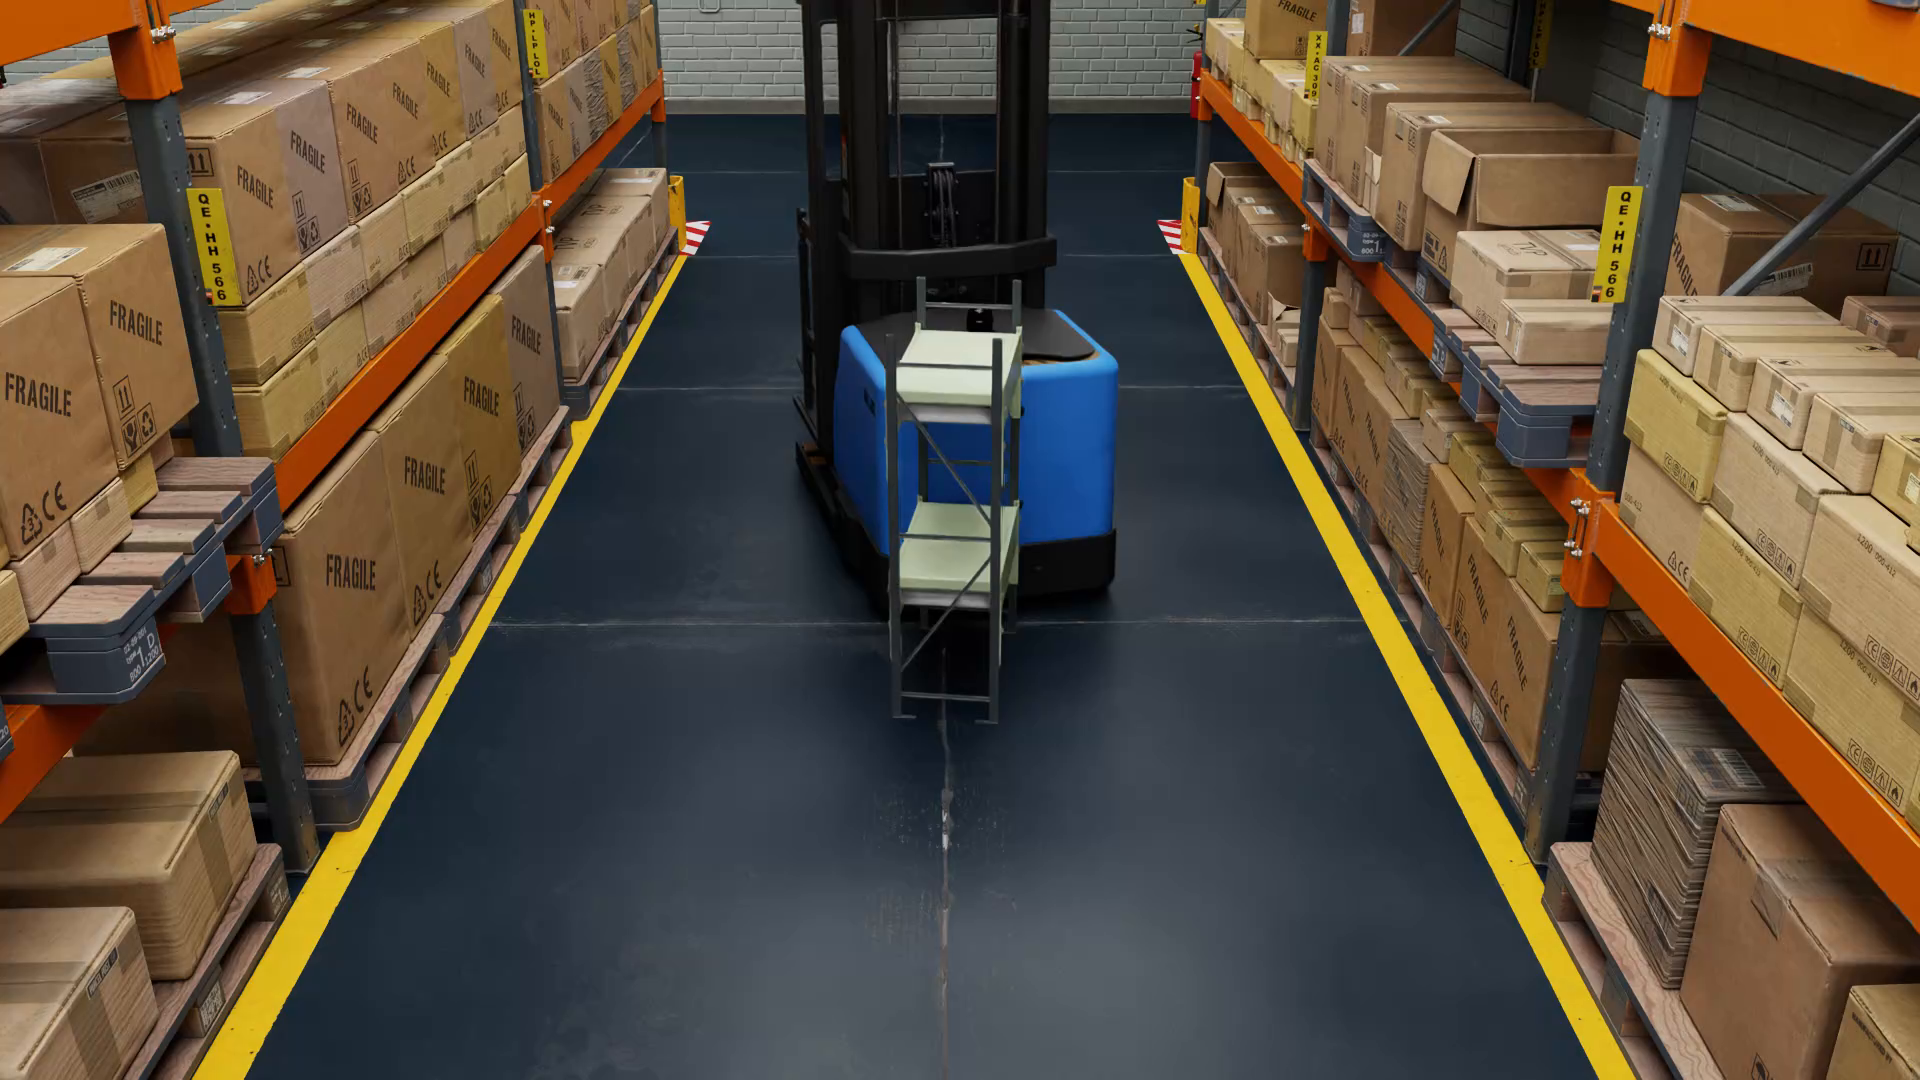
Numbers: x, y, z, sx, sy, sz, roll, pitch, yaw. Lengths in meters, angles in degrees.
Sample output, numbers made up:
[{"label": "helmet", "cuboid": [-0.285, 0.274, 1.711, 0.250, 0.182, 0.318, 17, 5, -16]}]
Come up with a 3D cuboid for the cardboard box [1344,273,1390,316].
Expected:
[{"label": "cardboard box", "cuboid": [2.109, -1.207, 8.153, 0.380, 0.149, 0.250, -1, 24, -3]}]

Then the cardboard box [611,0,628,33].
[{"label": "cardboard box", "cuboid": [-2.406, -3.488, 10.487, 0.500, 0.500, 0.500, 0, 24, -1]}]

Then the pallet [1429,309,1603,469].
[{"label": "pallet", "cuboid": [2.286, -0.522, 5.497, 1.213, 0.211, 1.003, 0, 24, -1]}]

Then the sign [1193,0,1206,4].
[{"label": "sign", "cuboid": [1.734, -4.019, 11.946, 0.100, 0.325, 0.005, 0, 24, -1]}]

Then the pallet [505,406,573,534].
[{"label": "pallet", "cuboid": [-2.559, -0.367, 8.305, 1.003, 0.211, 1.213, 0, 24, -1]}]

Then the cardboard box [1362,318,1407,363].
[{"label": "cardboard box", "cuboid": [2.153, -0.958, 7.966, 0.380, 0.149, 0.250, -1, 24, -3]}]

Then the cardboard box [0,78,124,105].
[{"label": "cardboard box", "cuboid": [-2.880, -1.231, 5.497, 0.500, 0.500, 0.500, 0, 24, 0]}]

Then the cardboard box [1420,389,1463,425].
[{"label": "cardboard box", "cuboid": [2.167, -0.529, 7.016, 0.380, 0.149, 0.250, 0, 24, 0]}]

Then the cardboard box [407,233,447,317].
[{"label": "cardboard box", "cuboid": [-2.385, -1.072, 6.663, 0.500, 0.250, 0.500, 0, 24, -1]}]

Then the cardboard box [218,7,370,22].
[{"label": "cardboard box", "cuboid": [-2.893, -2.064, 7.339, 0.500, 0.500, 0.500, 0, 24, -1]}]

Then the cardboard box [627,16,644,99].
[{"label": "cardboard box", "cuboid": [-2.426, -3.244, 11.162, 0.500, 0.500, 0.500, -1, 24, -2]}]

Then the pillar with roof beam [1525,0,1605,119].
[{"label": "pillar with roof beam", "cuboid": [-1.091, -4.984, 7.850, 9.100, 9.000, 0.400, 0, 24, -1]}]

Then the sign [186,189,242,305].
[{"label": "sign", "cuboid": [-2.057, -0.805, 4.580, 0.100, 0.325, 0.005, 0, 24, -1]}]

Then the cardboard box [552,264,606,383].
[{"label": "cardboard box", "cuboid": [-2.543, -1.238, 9.447, 0.875, 0.438, 0.875, -1, 24, -1]}]

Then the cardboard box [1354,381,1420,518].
[{"label": "cardboard box", "cuboid": [2.117, -0.406, 7.531, 0.500, 0.500, 0.500, -1, 24, -2]}]

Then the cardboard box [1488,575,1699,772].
[{"label": "cardboard box", "cuboid": [2.144, 0.444, 5.653, 0.500, 0.500, 0.500, 0, 24, 1]}]

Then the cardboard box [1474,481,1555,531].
[{"label": "cardboard box", "cuboid": [2.113, -0.102, 6.072, 0.380, 0.149, 0.250, -1, 24, -2]}]

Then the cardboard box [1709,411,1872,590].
[{"label": "cardboard box", "cuboid": [2.129, -0.100, 3.906, 0.500, 0.250, 0.500, 0, 24, 1]}]

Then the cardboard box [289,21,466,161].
[{"label": "cardboard box", "cuboid": [-2.388, -1.851, 6.868, 0.500, 0.500, 0.500, 0, 24, 1]}]

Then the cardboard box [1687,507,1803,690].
[{"label": "cardboard box", "cuboid": [2.125, 0.129, 4.007, 0.500, 0.250, 0.500, -1, 24, -2]}]

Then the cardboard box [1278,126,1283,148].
[{"label": "cardboard box", "cuboid": [2.037, -2.317, 9.538, 0.380, 0.149, 0.250, 0, 24, 1]}]

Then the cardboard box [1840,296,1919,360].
[{"label": "cardboard box", "cuboid": [2.570, -0.539, 4.392, 0.380, 0.149, 0.250, 1, 24, 1]}]

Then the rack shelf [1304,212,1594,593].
[{"label": "rack shelf", "cuboid": [2.342, -0.827, 6.811, 1.077, 0.370, 4.000, 0, 24, -1]}]

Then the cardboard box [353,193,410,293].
[{"label": "cardboard box", "cuboid": [-2.356, -1.095, 6.105, 0.500, 0.250, 0.500, 0, 24, -1]}]

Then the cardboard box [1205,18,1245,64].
[{"label": "cardboard box", "cuboid": [2.012, -3.506, 11.683, 0.500, 0.250, 0.500, 0, 24, 0]}]

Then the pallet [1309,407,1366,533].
[{"label": "pallet", "cuboid": [2.367, -0.373, 8.319, 1.003, 0.211, 1.213, 0, 24, -1]}]

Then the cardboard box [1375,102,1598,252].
[{"label": "cardboard box", "cuboid": [2.116, -1.479, 6.748, 0.700, 0.500, 0.500, 0, 24, -1]}]

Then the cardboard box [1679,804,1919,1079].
[{"label": "cardboard box", "cuboid": [2.372, 1.086, 4.080, 0.875, 0.625, 0.625, 1, 24, 1]}]

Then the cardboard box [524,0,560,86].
[{"label": "cardboard box", "cuboid": [-2.406, -2.653, 8.642, 0.500, 0.500, 0.500, 0, 24, 0]}]

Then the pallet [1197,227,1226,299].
[{"label": "pallet", "cuboid": [2.287, -1.997, 11.909, 1.003, 0.211, 1.213, 0, 24, -1]}]

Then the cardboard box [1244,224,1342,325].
[{"label": "cardboard box", "cuboid": [2.170, -1.647, 10.275, 0.700, 0.500, 0.500, -1, 24, -3]}]

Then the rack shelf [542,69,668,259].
[{"label": "rack shelf", "cuboid": [-2.665, -2.451, 10.403, 1.077, 0.370, 4.000, 0, 24, -1]}]

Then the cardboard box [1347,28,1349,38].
[{"label": "cardboard box", "cuboid": [2.551, -3.294, 11.213, 0.500, 0.250, 0.500, 0, 24, 0]}]

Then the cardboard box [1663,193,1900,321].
[{"label": "cardboard box", "cuboid": [2.515, -0.780, 5.204, 0.500, 0.500, 0.500, 1, 24, 2]}]

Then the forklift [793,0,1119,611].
[{"label": "forklift", "cuboid": [-0.211, -1.623, 7.782, 1.130, 2.935, 3.031, -6, 25, -14]}]

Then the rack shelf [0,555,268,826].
[{"label": "rack shelf", "cuboid": [-2.578, 0.845, 3.114, 1.077, 0.370, 4.000, 0, 24, -1]}]

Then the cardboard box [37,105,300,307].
[{"label": "cardboard box", "cuboid": [-2.360, -1.012, 5.013, 0.500, 0.500, 0.500, -1, 24, -2]}]

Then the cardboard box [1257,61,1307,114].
[{"label": "cardboard box", "cuboid": [2.058, -2.667, 9.827, 0.500, 0.250, 0.500, 0, 24, -1]}]

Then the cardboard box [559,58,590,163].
[{"label": "cardboard box", "cuboid": [-2.388, -2.403, 9.301, 0.500, 0.500, 0.500, 0, 24, 0]}]

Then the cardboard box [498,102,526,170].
[{"label": "cardboard box", "cuboid": [-2.395, -1.934, 7.961, 0.500, 0.250, 0.500, 0, 24, -1]}]

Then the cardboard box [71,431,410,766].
[{"label": "cardboard box", "cuboid": [-2.524, 0.185, 5.770, 0.875, 0.875, 0.875, 0, 24, -1]}]

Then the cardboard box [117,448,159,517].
[{"label": "cardboard box", "cuboid": [-2.285, -0.139, 4.214, 0.380, 0.149, 0.250, 0, 24, 0]}]

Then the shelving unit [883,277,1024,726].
[{"label": "shelving unit", "cuboid": [-0.010, -0.154, 6.270, 0.431, 1.500, 0.755, 3, 24, 6]}]

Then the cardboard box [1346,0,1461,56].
[{"label": "cardboard box", "cuboid": [2.570, -3.003, 9.660, 0.500, 0.500, 0.500, -1, 24, -2]}]

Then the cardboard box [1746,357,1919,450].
[{"label": "cardboard box", "cuboid": [2.105, -0.323, 3.916, 0.380, 0.149, 0.250, 0, 24, 1]}]

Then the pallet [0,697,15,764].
[{"label": "pallet", "cuboid": [-2.537, 0.596, 3.025, 1.003, 0.211, 1.213, 0, 24, -1]}]

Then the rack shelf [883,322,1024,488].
[{"label": "rack shelf", "cuboid": [-0.010, -0.509, 6.109, 0.431, 0.370, 0.720, 3, 24, 6]}]

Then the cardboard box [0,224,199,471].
[{"label": "cardboard box", "cuboid": [-2.316, -0.493, 4.208, 0.500, 0.500, 0.500, -1, 24, -2]}]

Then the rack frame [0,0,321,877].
[{"label": "rack frame", "cuboid": [-2.599, -0.307, 4.788, 1.000, 3.000, 0.127, 0, 24, -1]}]

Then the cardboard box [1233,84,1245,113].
[{"label": "cardboard box", "cuboid": [1.970, -2.845, 10.705, 0.380, 0.149, 0.250, -1, 24, -2]}]
